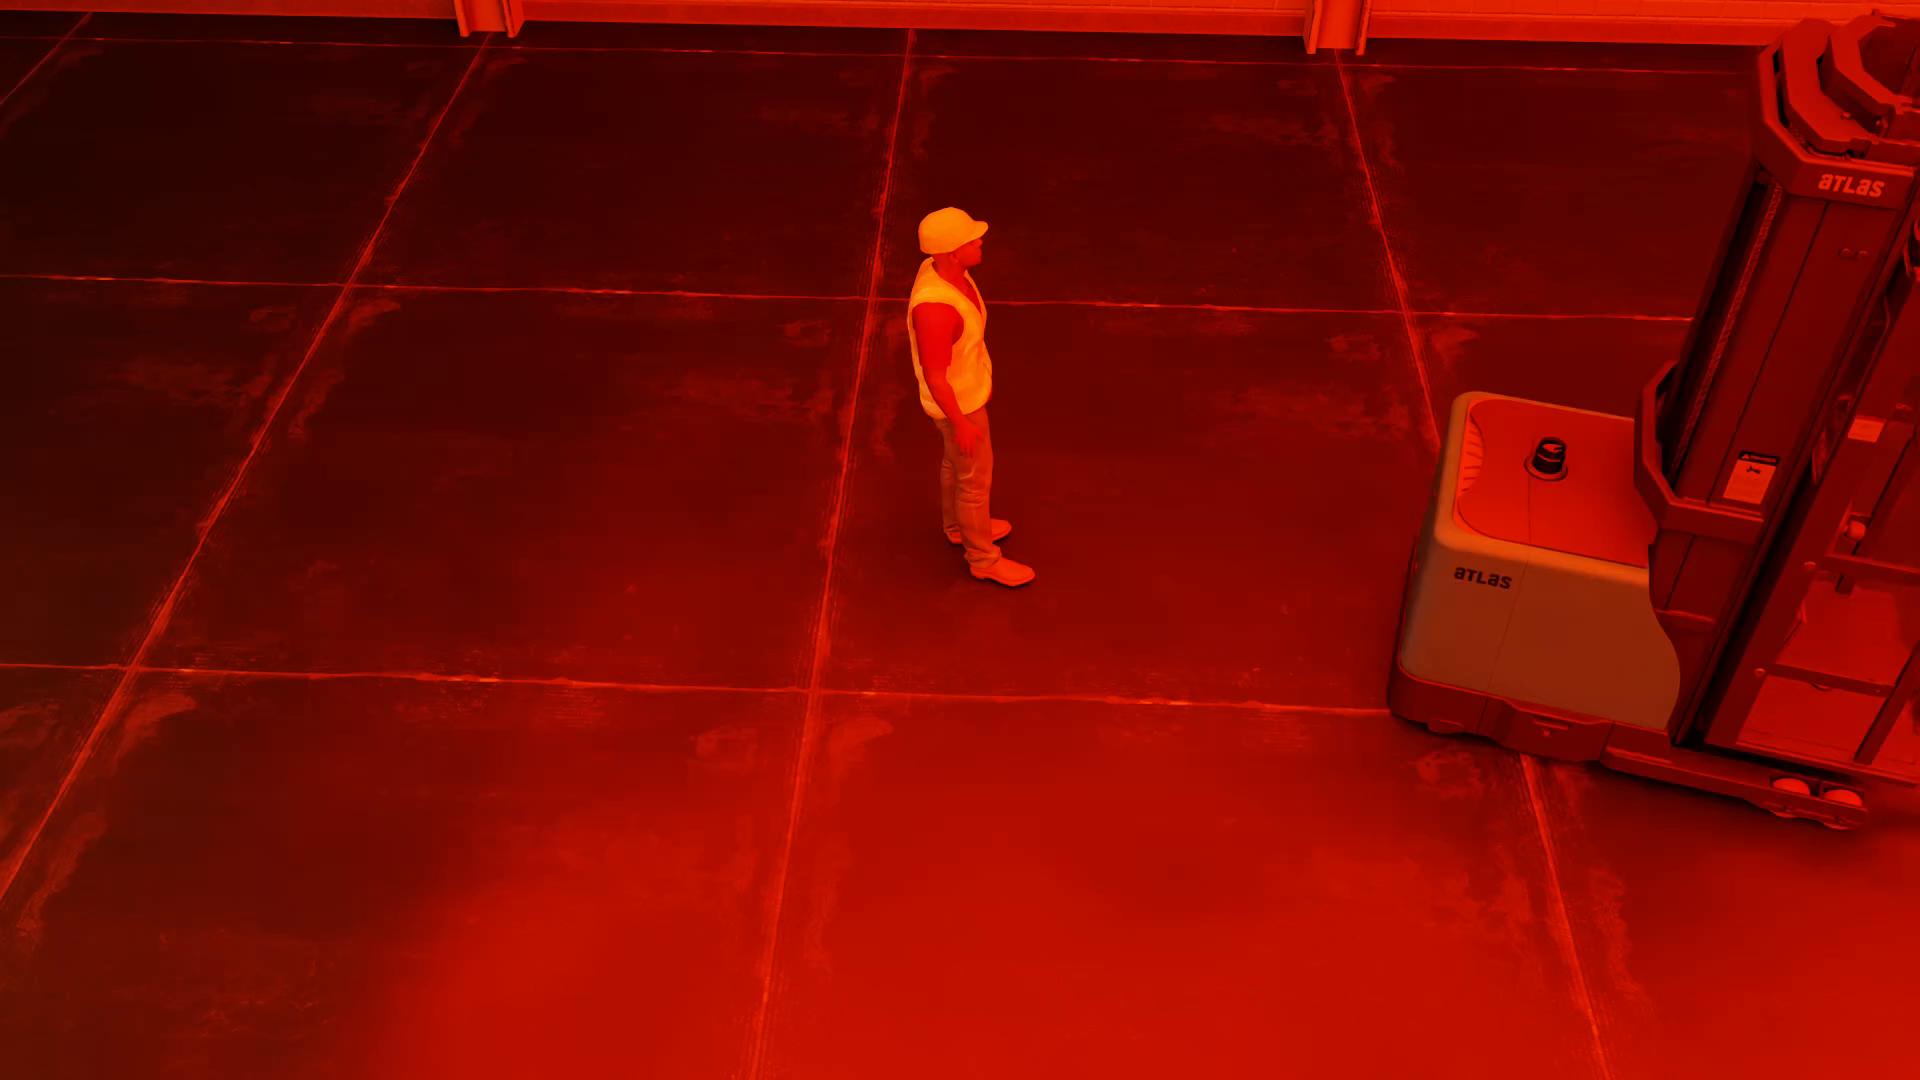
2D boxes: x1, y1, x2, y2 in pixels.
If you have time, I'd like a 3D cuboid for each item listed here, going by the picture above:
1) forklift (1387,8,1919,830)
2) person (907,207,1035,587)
[{"bbox_3d":[3.389,-0.330,6.104,3.031,2.935,1.130,12,44,13],"label":"forklift"},{"bbox_3d":[0.069,-0.651,7.309,0.577,1.765,0.665,2,42,2],"label":"person"}]
